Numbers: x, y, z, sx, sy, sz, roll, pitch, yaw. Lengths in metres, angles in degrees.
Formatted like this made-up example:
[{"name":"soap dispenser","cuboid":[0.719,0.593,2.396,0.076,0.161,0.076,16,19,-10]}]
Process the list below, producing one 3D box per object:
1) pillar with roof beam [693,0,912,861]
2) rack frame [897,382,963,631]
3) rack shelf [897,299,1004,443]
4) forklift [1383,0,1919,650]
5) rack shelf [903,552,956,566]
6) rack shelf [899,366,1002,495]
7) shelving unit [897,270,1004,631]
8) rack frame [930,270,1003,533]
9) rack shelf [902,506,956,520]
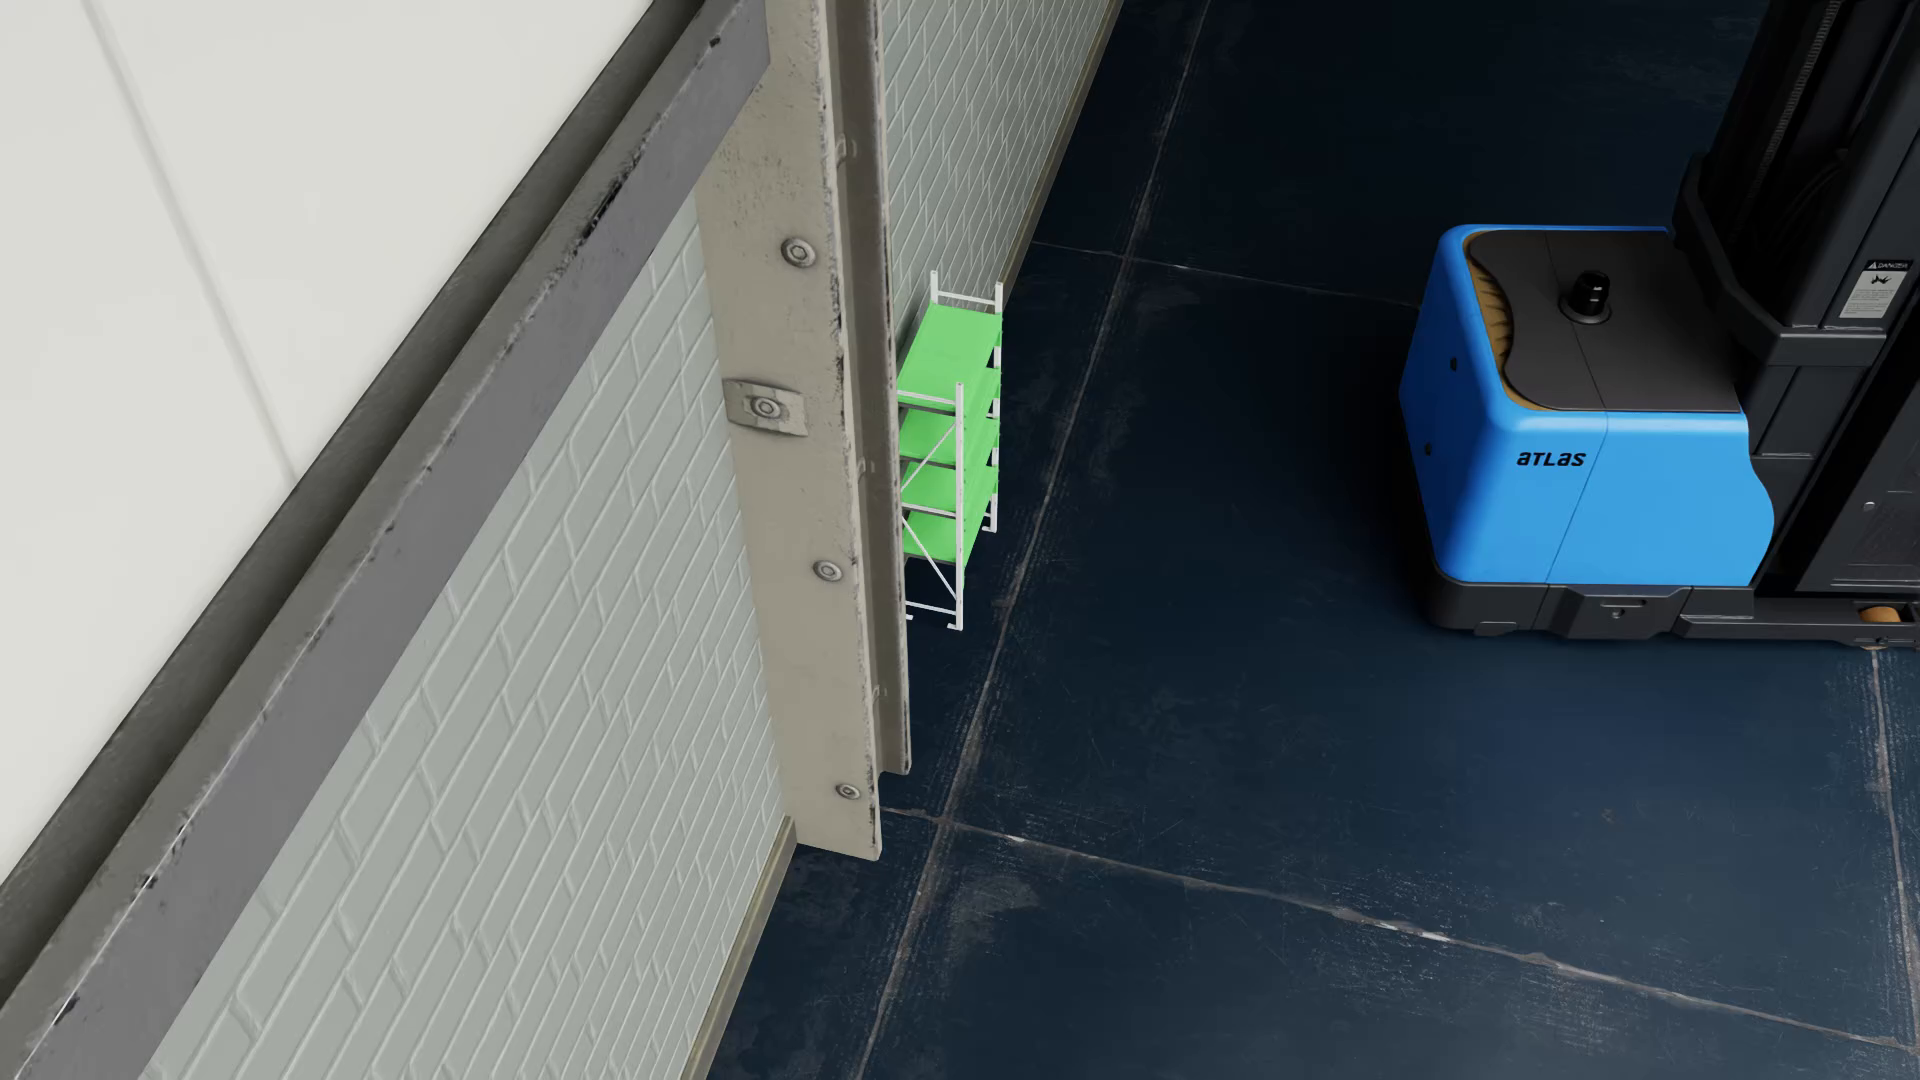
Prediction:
[{"name":"pillar with roof beam","cuboid":[3.791,-1.270,1.369,9.100,9.000,0.400,12,50,10]},{"name":"rack frame","cuboid":[-0.108,-0.101,5.539,0.240,1.200,0.015,12,50,10]},{"name":"rack shelf","cuboid":[-0.044,-0.553,5.382,0.258,0.148,0.480,12,50,10]},{"name":"forklift","cuboid":[3.161,-0.983,5.163,3.031,2.935,1.130,1,49,1]},{"name":"rack shelf","cuboid":[-0.044,-0.095,5.901,0.199,0.029,0.442,12,50,10]},{"name":"rack shelf","cuboid":[-0.044,-0.394,5.562,0.258,0.148,0.480,12,50,10]},{"name":"shelving unit","cuboid":[-0.044,-0.277,5.694,0.258,1.200,0.503,12,50,10]},{"name":"rack frame","cuboid":[0.021,-0.454,5.850,0.240,1.200,0.015,12,50,10]},{"name":"rack shelf","cuboid":[-0.044,-0.254,5.721,0.199,0.029,0.442,12,50,10]}]
